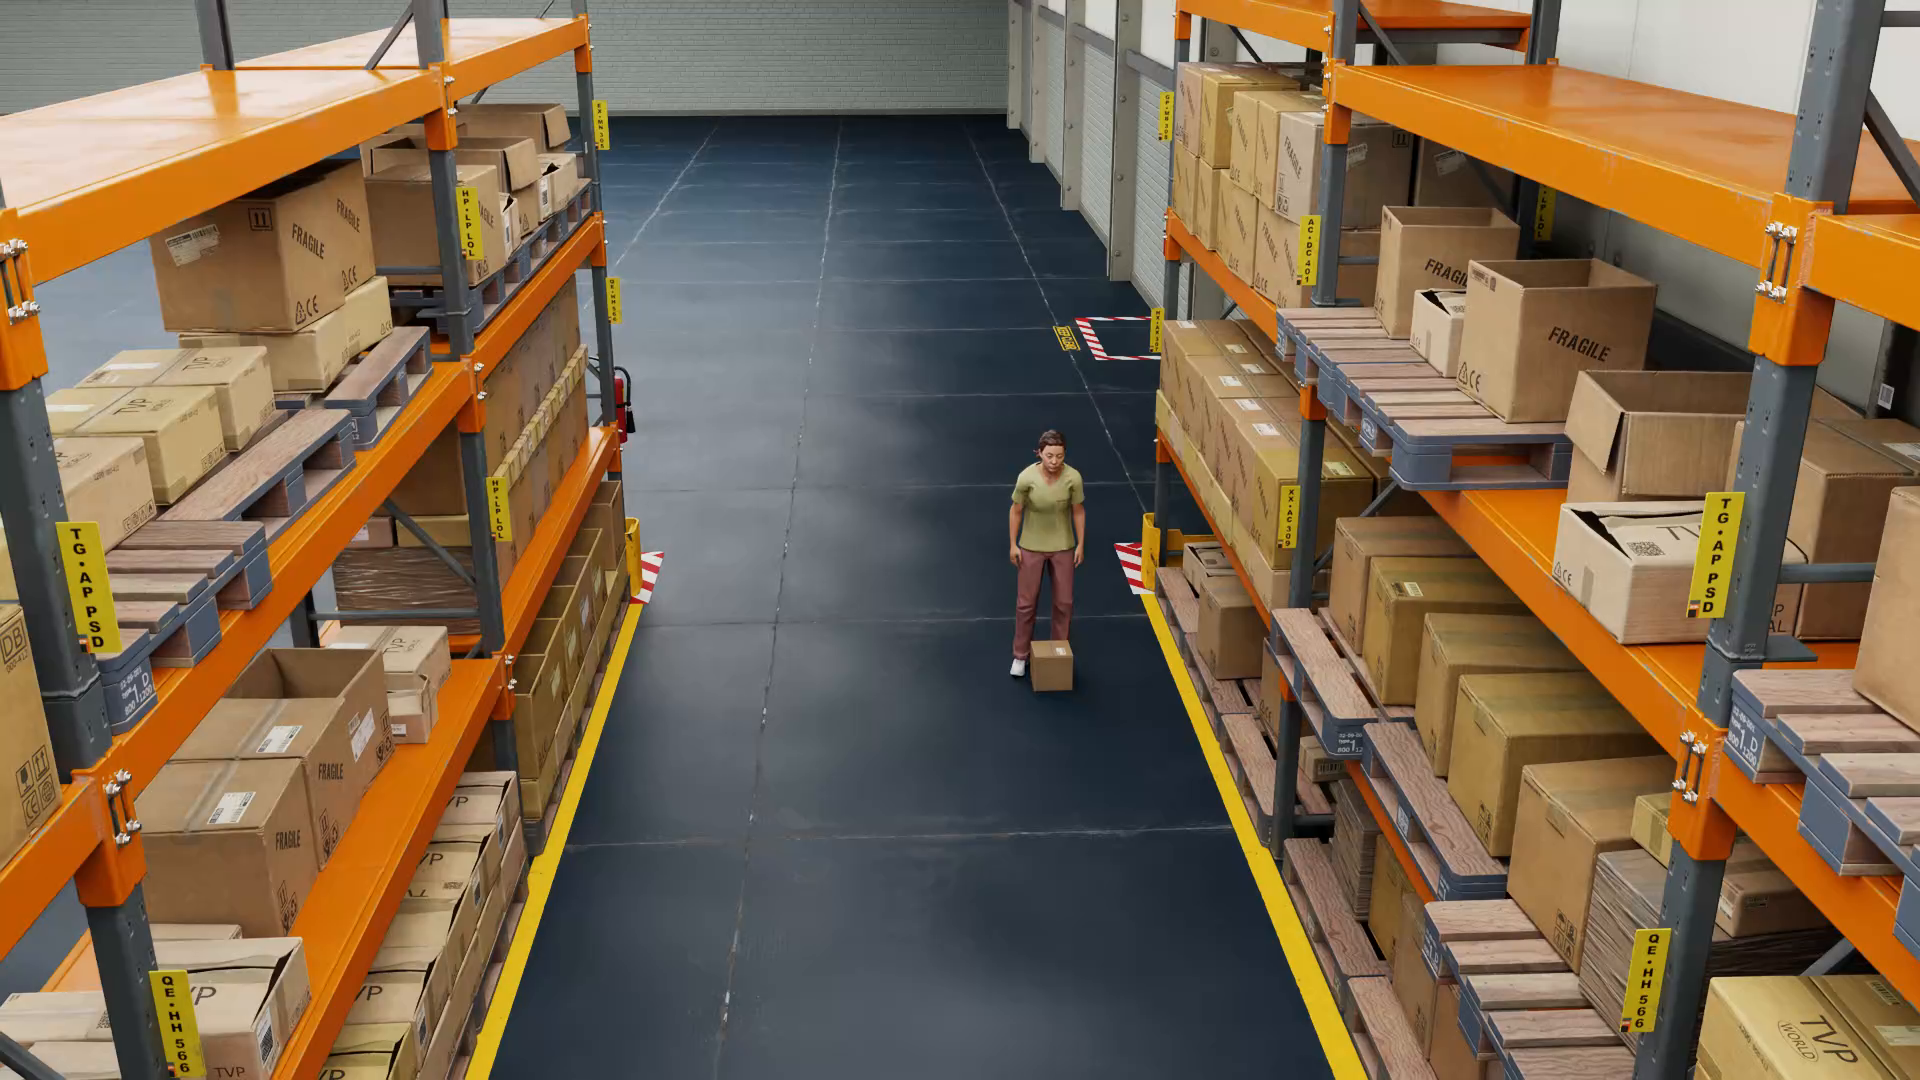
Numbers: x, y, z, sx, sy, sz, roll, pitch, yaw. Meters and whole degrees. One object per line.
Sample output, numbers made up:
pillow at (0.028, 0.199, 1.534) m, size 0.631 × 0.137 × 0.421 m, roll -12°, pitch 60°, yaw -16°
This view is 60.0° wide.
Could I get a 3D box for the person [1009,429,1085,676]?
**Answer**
person at (0.573, 0.071, 10.888) m, size 0.499 × 1.673 × 0.359 m, roll -1°, pitch 20°, yaw -3°
